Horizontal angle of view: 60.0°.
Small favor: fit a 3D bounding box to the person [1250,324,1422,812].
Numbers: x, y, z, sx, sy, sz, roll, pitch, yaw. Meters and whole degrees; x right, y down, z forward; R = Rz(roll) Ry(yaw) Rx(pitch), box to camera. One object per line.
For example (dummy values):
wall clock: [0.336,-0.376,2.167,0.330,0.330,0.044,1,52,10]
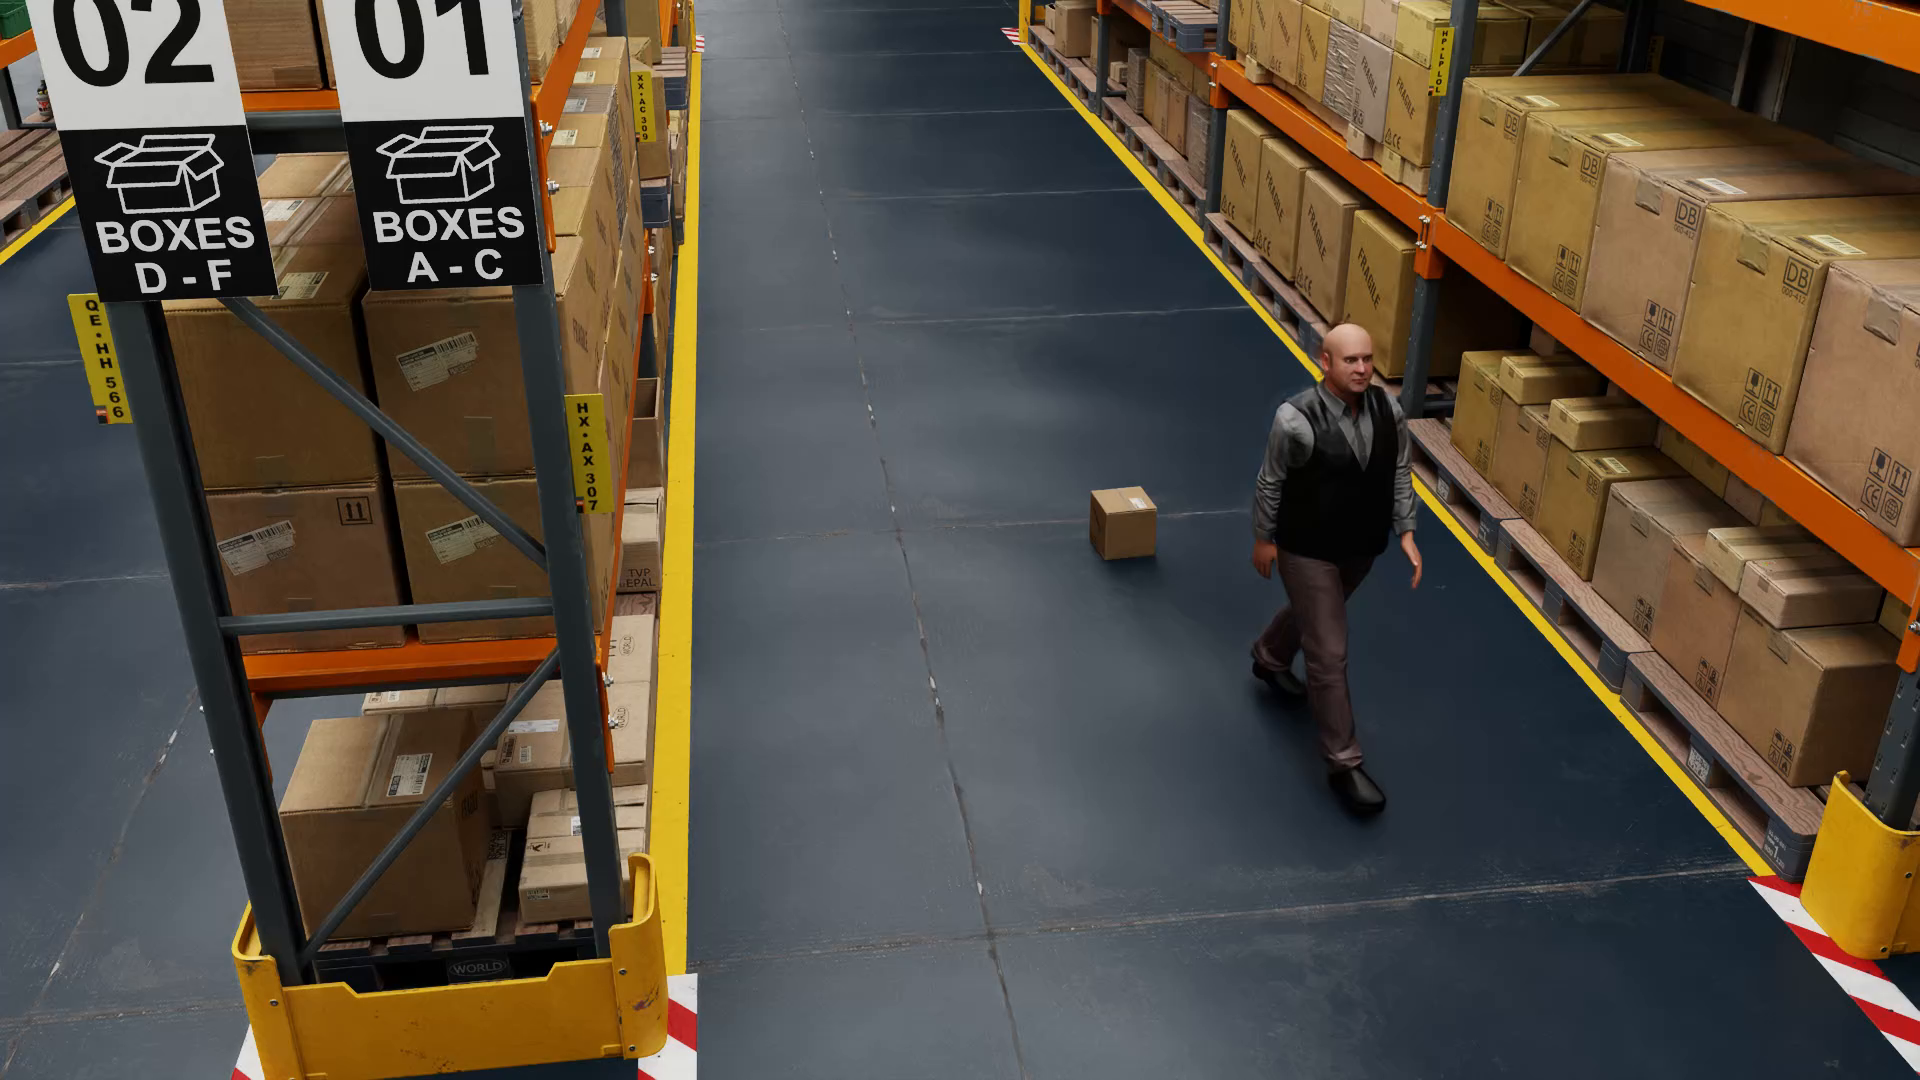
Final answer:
person: [1.396,0.068,6.079,0.552,1.580,1.051,-12,29,-22]
